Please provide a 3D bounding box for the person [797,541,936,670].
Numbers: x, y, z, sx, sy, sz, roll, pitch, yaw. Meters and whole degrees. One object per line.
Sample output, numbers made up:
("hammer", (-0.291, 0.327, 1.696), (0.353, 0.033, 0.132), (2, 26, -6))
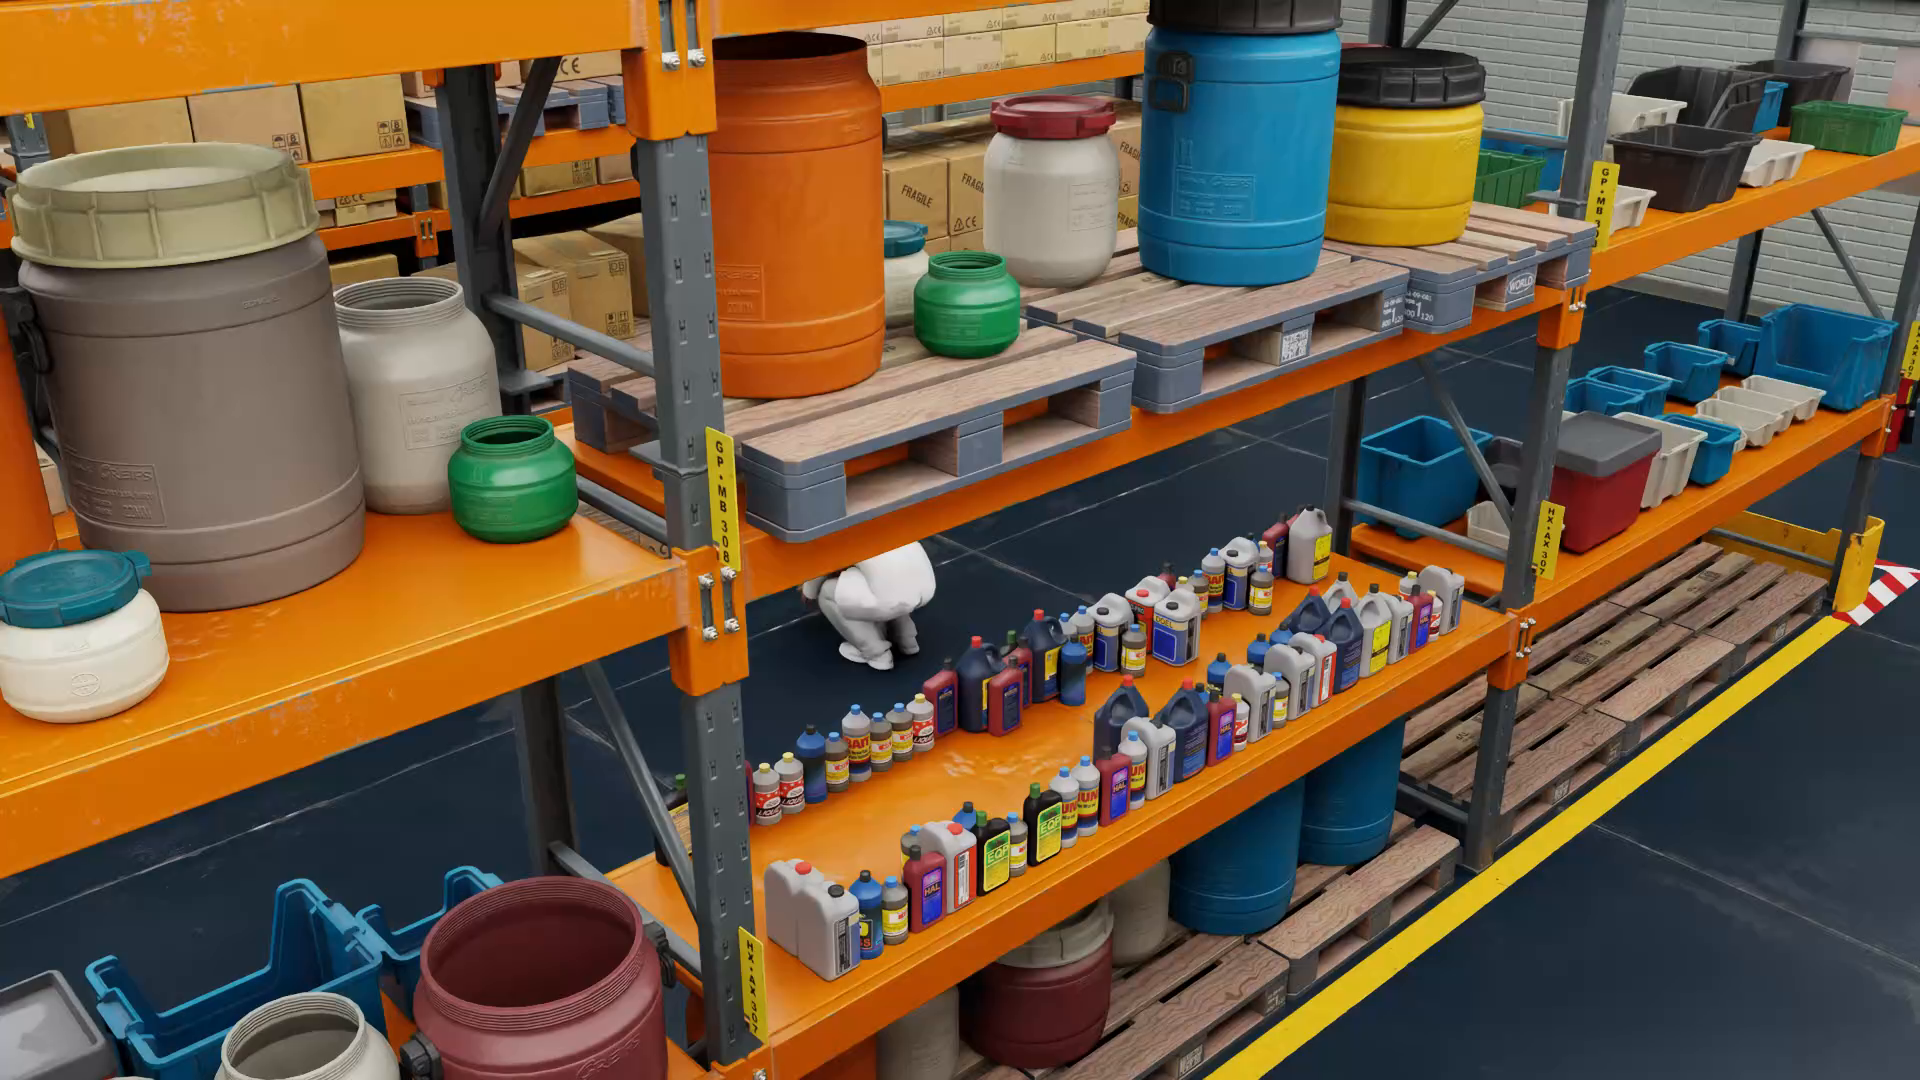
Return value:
("person", (-0.529, 0.145, 9.270), (0.582, 0.993, 0.909), (-22, 32, -40))
